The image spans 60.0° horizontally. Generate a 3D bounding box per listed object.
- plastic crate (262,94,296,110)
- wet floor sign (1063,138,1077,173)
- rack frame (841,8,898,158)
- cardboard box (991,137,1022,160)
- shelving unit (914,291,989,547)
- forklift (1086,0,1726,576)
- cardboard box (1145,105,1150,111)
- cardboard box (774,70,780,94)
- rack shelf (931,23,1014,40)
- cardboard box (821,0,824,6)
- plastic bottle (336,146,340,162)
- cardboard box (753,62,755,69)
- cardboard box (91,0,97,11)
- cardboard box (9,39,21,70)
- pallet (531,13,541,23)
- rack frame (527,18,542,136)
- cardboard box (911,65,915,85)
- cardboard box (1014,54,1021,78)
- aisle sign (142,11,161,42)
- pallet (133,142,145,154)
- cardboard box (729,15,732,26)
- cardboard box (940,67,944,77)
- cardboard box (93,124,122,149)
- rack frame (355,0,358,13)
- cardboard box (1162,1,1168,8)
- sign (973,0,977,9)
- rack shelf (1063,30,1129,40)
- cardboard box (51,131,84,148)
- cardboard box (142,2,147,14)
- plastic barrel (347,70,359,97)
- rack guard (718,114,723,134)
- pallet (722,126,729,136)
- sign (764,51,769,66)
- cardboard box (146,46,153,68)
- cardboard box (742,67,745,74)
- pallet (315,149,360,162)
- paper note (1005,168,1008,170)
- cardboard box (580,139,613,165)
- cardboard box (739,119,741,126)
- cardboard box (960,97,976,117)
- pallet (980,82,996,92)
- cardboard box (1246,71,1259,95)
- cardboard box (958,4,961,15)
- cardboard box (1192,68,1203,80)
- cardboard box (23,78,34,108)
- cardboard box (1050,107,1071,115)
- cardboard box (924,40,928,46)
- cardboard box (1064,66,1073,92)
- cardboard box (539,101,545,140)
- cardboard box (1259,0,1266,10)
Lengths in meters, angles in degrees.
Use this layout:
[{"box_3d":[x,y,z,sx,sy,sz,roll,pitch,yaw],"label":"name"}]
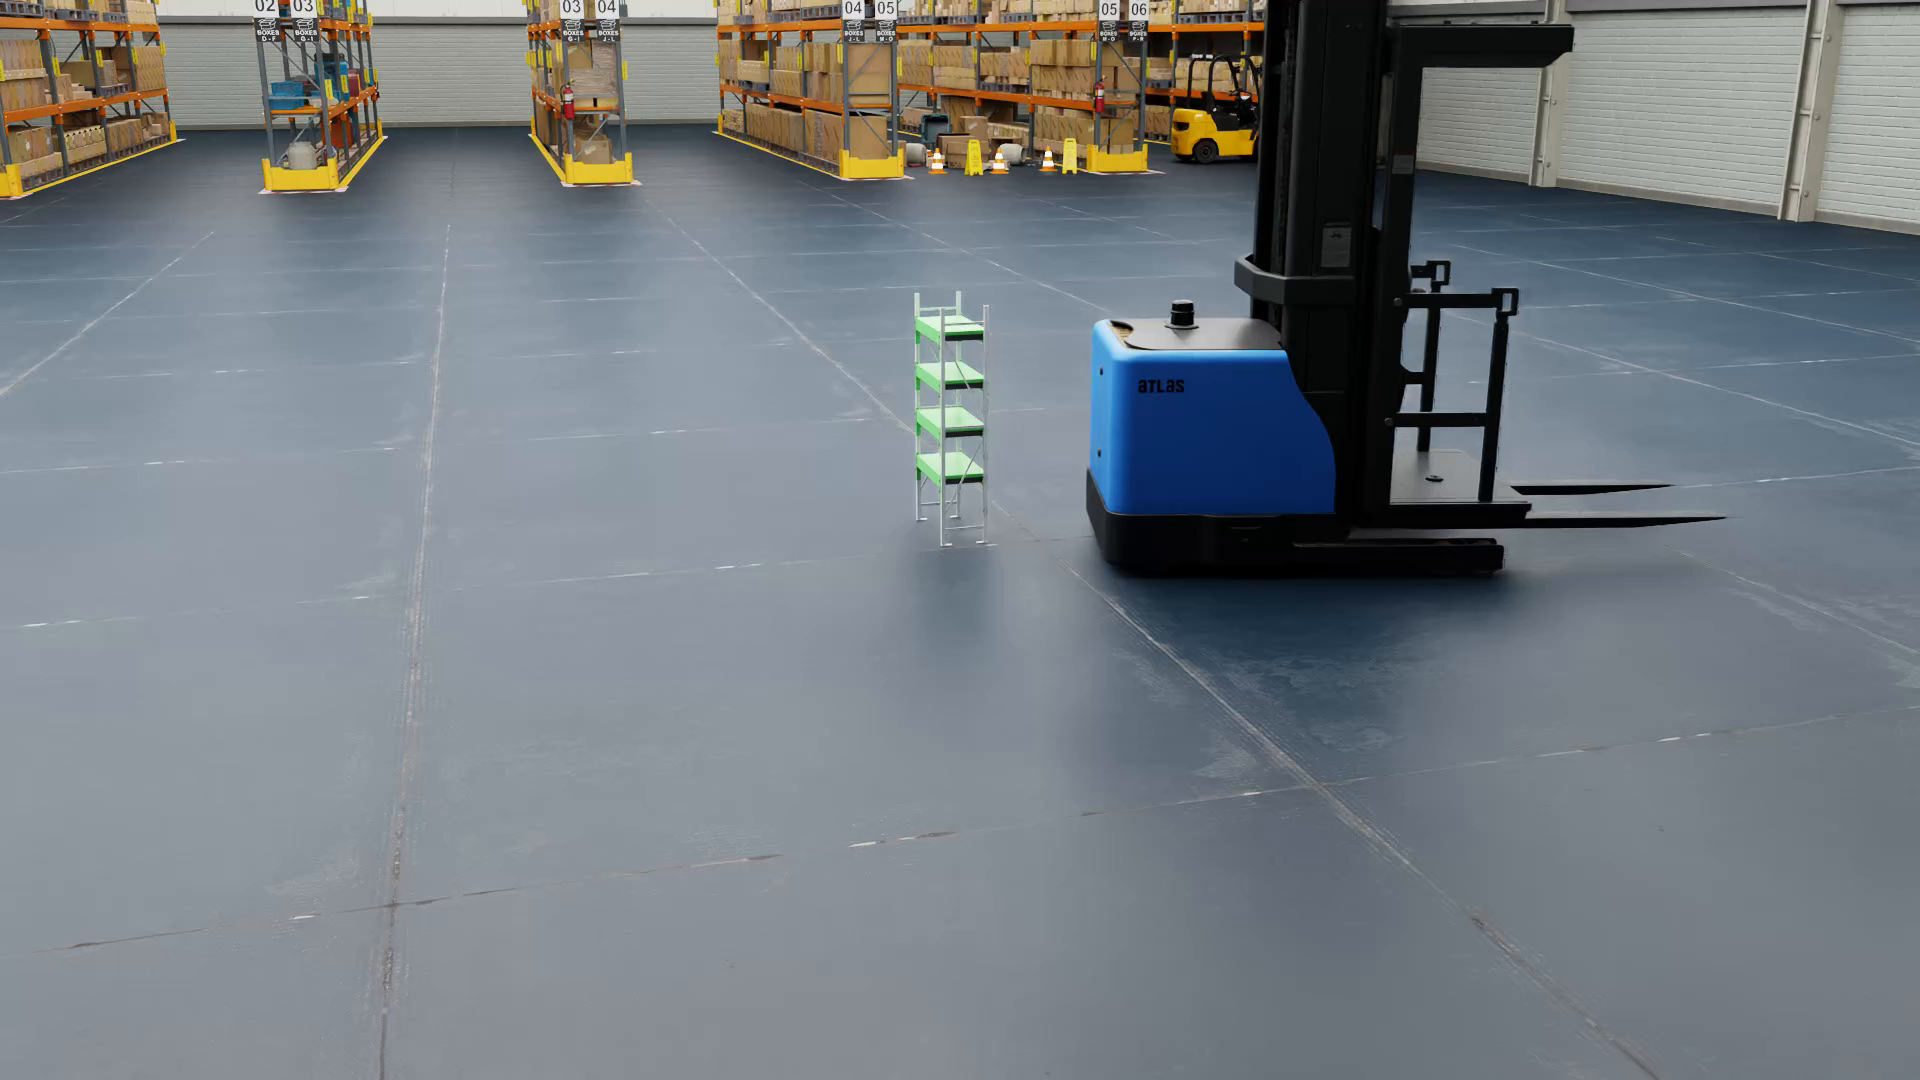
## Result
[{"box_3d":[-11.635,-7.492,28.438,0.499,0.251,0.616,-5,17,-15],"label":"plastic crate"},{"box_3d":[2.104,-7.359,31.829,0.267,0.644,0.232,1,17,4],"label":"wet floor sign"},{"box_3d":[-1.651,-8.204,30.551,1.000,3.000,0.127,-5,17,-15],"label":"rack frame"},{"box_3d":[0.968,-8.130,34.644,0.500,0.500,0.500,7,18,23],"label":"cardboard box"},{"box_3d":[-0.045,-0.620,8.432,0.258,1.200,0.503,-5,17,-15],"label":"shelving unit"},{"box_3d":[2.189,-1.384,7.964,3.031,2.935,1.130,0,17,-2],"label":"forklift"},{"box_3d":[4.937,-11.030,42.446,0.380,0.149,0.250,-6,18,-18],"label":"cardboard box"},{"box_3d":[-3.843,-10.179,36.951,0.500,0.500,0.500,-5,17,-16],"label":"cardboard box"},{"box_3d":[0.333,-12.482,40.827,1.077,0.370,4.000,-5,17,-15],"label":"rack shelf"},{"box_3d":[-2.417,-10.186,31.468,0.380,0.149,0.250,-5,17,-15],"label":"cardboard box"},{"box_3d":[-11.860,-7.358,31.689,0.061,0.283,0.133,-4,17,-12],"label":"plastic bottle"},{"box_3d":[-4.641,-11.098,38.856,0.380,0.149,0.250,-4,17,-14],"label":"cardboard box"},{"box_3d":[-18.465,-11.014,34.518,0.910,0.500,0.500,-5,17,-15],"label":"cardboard box"},{"box_3d":[-16.531,-8.295,28.423,0.700,0.500,0.500,-5,17,-15],"label":"cardboard box"},{"box_3d":[-8.874,-11.573,36.880,1.213,0.211,1.003,-4,17,-13],"label":"pallet"},{"box_3d":[-10.845,-12.266,44.072,1.000,3.000,0.127,-5,17,-15],"label":"rack frame"},{"box_3d":[-1.019,-12.525,44.760,0.500,0.500,0.500,-4,17,-13],"label":"cardboard box"},{"box_3d":[1.496,-10.368,36.334,0.500,0.500,0.500,-5,17,-15],"label":"cardboard box"},{"box_3d":[-20.095,-12.772,41.237,0.394,0.787,0.004,-5,17,-15],"label":"aisle sign"},{"box_3d":[-19.012,-8.820,37.447,1.003,0.211,1.213,-5,17,-15],"label":"pallet"},{"box_3d":[-5.609,-13.282,42.502,0.500,0.250,0.500,-5,17,-16],"label":"cardboard box"},{"box_3d":[-0.197,-11.824,41.994,0.500,0.250,0.500,-4,17,-14],"label":"cardboard box"},{"box_3d":[-18.172,-8.577,35.373,0.500,0.500,0.500,-5,18,-17],"label":"cardboard box"},{"box_3d":[-14.508,-13.641,38.222,1.000,3.000,0.127,-5,17,-15],"label":"rack frame"},{"box_3d":[5.182,-13.150,40.853,0.380,0.149,0.250,-5,18,-17],"label":"cardboard box"},{"box_3d":[0.346,-12.517,38.658,0.100,0.325,0.005,-5,17,-15],"label":"sign"},{"box_3d":[4.005,-13.982,45.820,1.077,0.370,4.000,-5,17,-15],"label":"rack shelf"},{"box_3d":[-17.223,-7.733,32.057,0.500,0.311,0.500,-5,18,-17],"label":"cardboard box"},{"box_3d":[-19.713,-12.689,39.658,0.500,0.250,0.500,-5,17,-15],"label":"cardboard box"},{"box_3d":[-12.990,-9.622,35.034,0.600,0.536,0.708,-5,17,-15],"label":"plastic barrel"},{"box_3d":[-6.027,-11.412,45.574,1.175,0.500,0.348,-5,17,-15],"label":"rack guard"},{"box_3d":[-5.838,-11.046,44.858,1.003,0.211,1.213,-5,17,-15],"label":"pallet"},{"box_3d":[-4.369,-10.888,37.611,0.100,0.325,0.005,-5,17,-15],"label":"sign"},{"box_3d":[-19.556,-11.484,39.558,0.500,0.500,0.500,-4,17,-14],"label":"cardboard box"},{"box_3d":[-5.066,-11.387,40.335,0.380,0.149,0.250,-5,18,-18],"label":"cardboard box"},{"box_3d":[-13.233,-8.109,35.079,1.003,0.211,1.213,-5,17,-15],"label":"pallet"},{"box_3d":[0.907,-7.306,32.720,0.148,0.019,0.142,-12,20,-34],"label":"paper note"},{"box_3d":[-6.603,-7.018,30.217,0.500,0.500,0.500,-1,17,-5],"label":"cardboard box"},{"box_3d":[-5.427,-10.638,42.360,0.380,0.149,0.250,-6,18,-18],"label":"cardboard box"},{"box_3d":[0.531,-10.465,41.039,0.875,0.875,0.875,-4,17,-15],"label":"cardboard box"},{"box_3d":[1.180,-10.556,38.713,1.213,0.211,1.003,-5,17,-15],"label":"pallet"},{"box_3d":[6.624,-10.028,36.448,0.500,0.500,0.500,-5,17,-17],"label":"cardboard box"},{"box_3d":[0.167,-12.763,40.017,0.396,0.266,0.258,-5,17,-17],"label":"cardboard box"},{"box_3d":[5.804,-10.971,39.152,0.500,0.250,0.500,-5,17,-17],"label":"cardboard box"},{"box_3d":[-16.660,-7.806,29.049,0.700,0.500,0.500,-4,17,-14],"label":"cardboard box"},{"box_3d":[2.080,-8.844,34.299,0.380,0.149,0.250,-4,17,-12],"label":"cardboard box"},{"box_3d":[-0.722,-13.060,43.677,0.380,0.149,0.250,-5,17,-16],"label":"cardboard box"},{"box_3d":[2.399,-9.220,33.241,0.500,0.500,0.500,-5,17,-16],"label":"cardboard box"},{"box_3d":[-9.053,-9.676,38.414,1.225,0.875,0.875,-5,17,-15],"label":"cardboard box"},{"box_3d":[6.747,-11.517,35.616,0.500,0.311,0.500,-4,17,-14],"label":"cardboard box"}]
